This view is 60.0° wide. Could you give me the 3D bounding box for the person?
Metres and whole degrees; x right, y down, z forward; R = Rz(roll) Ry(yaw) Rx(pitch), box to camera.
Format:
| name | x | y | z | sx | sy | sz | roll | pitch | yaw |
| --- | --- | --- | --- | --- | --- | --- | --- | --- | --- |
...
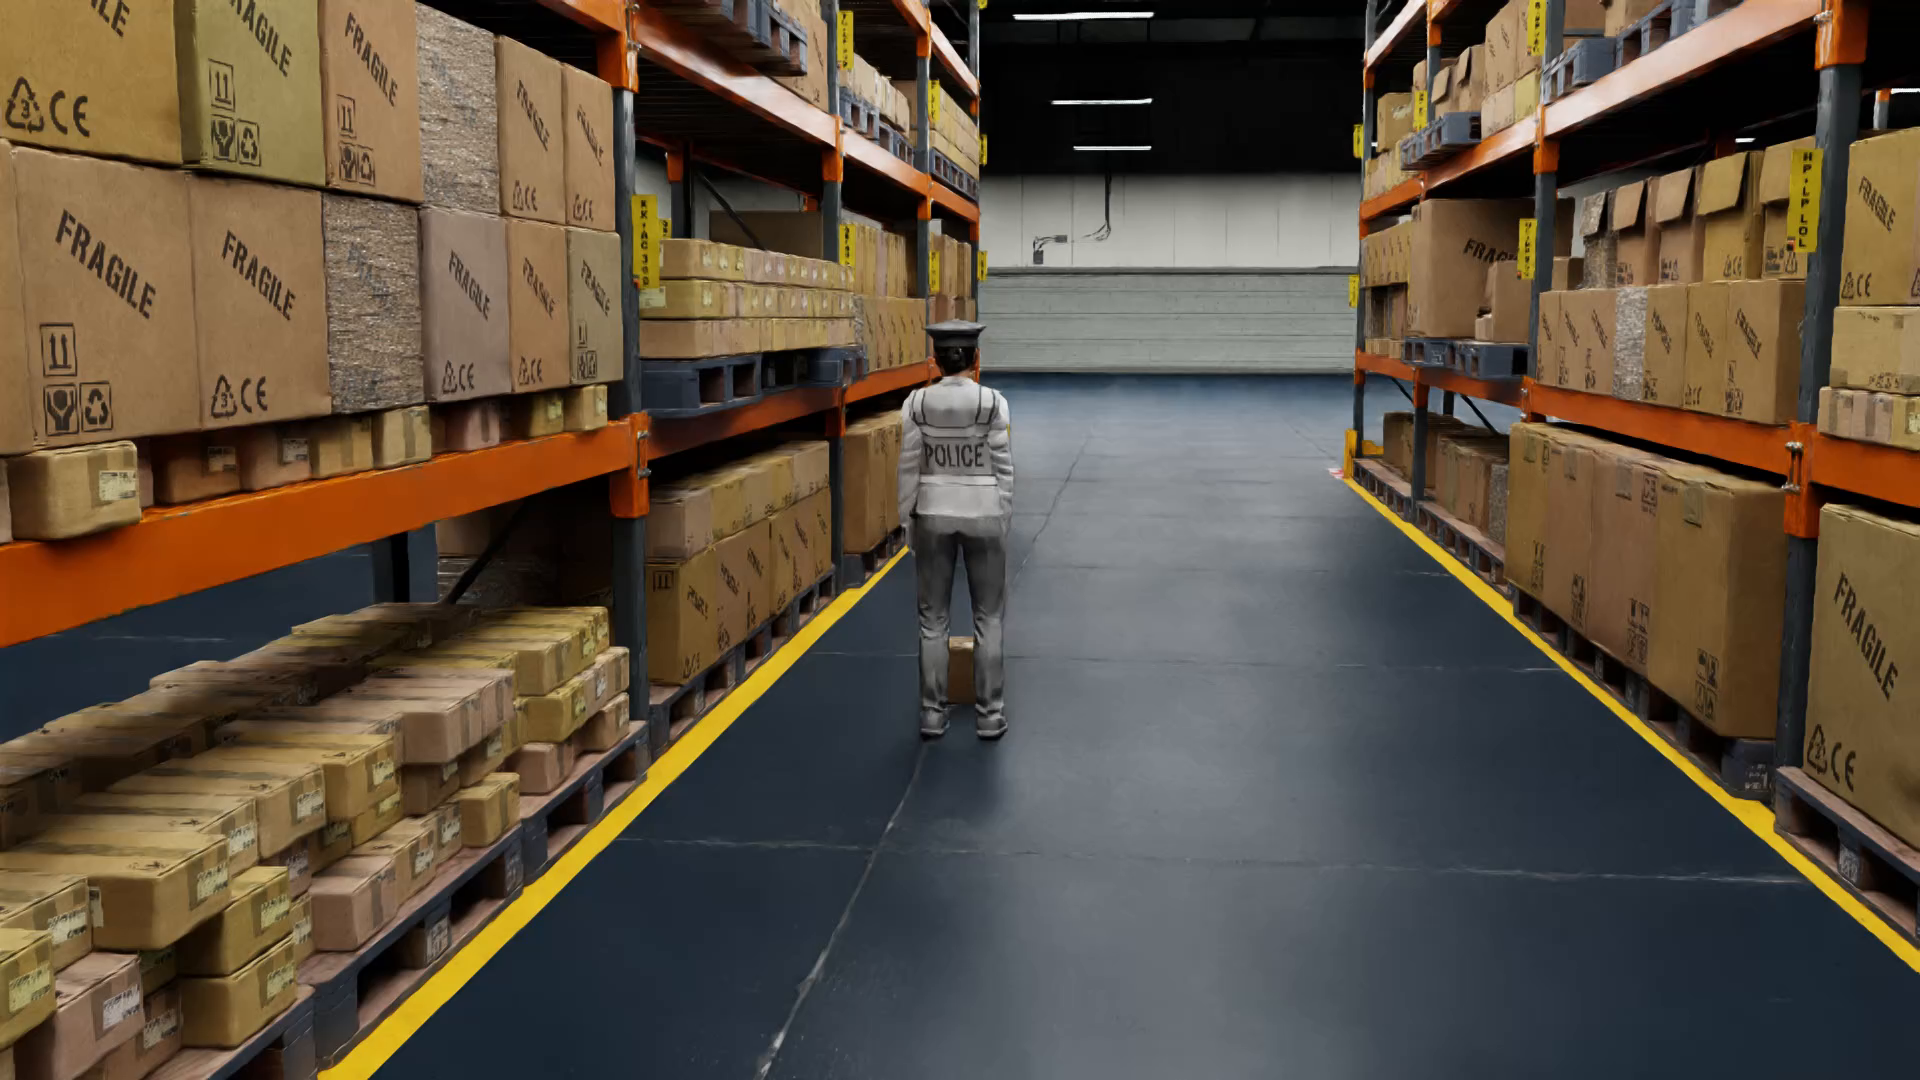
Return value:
| name | x | y | z | sx | sy | sz | roll | pitch | yaw |
| --- | --- | --- | --- | --- | --- | --- | --- | --- | --- |
| person | -0.017 | -0.045 | 6.647 | 0.469 | 1.663 | 0.328 | 1 | 8 | 7 |
